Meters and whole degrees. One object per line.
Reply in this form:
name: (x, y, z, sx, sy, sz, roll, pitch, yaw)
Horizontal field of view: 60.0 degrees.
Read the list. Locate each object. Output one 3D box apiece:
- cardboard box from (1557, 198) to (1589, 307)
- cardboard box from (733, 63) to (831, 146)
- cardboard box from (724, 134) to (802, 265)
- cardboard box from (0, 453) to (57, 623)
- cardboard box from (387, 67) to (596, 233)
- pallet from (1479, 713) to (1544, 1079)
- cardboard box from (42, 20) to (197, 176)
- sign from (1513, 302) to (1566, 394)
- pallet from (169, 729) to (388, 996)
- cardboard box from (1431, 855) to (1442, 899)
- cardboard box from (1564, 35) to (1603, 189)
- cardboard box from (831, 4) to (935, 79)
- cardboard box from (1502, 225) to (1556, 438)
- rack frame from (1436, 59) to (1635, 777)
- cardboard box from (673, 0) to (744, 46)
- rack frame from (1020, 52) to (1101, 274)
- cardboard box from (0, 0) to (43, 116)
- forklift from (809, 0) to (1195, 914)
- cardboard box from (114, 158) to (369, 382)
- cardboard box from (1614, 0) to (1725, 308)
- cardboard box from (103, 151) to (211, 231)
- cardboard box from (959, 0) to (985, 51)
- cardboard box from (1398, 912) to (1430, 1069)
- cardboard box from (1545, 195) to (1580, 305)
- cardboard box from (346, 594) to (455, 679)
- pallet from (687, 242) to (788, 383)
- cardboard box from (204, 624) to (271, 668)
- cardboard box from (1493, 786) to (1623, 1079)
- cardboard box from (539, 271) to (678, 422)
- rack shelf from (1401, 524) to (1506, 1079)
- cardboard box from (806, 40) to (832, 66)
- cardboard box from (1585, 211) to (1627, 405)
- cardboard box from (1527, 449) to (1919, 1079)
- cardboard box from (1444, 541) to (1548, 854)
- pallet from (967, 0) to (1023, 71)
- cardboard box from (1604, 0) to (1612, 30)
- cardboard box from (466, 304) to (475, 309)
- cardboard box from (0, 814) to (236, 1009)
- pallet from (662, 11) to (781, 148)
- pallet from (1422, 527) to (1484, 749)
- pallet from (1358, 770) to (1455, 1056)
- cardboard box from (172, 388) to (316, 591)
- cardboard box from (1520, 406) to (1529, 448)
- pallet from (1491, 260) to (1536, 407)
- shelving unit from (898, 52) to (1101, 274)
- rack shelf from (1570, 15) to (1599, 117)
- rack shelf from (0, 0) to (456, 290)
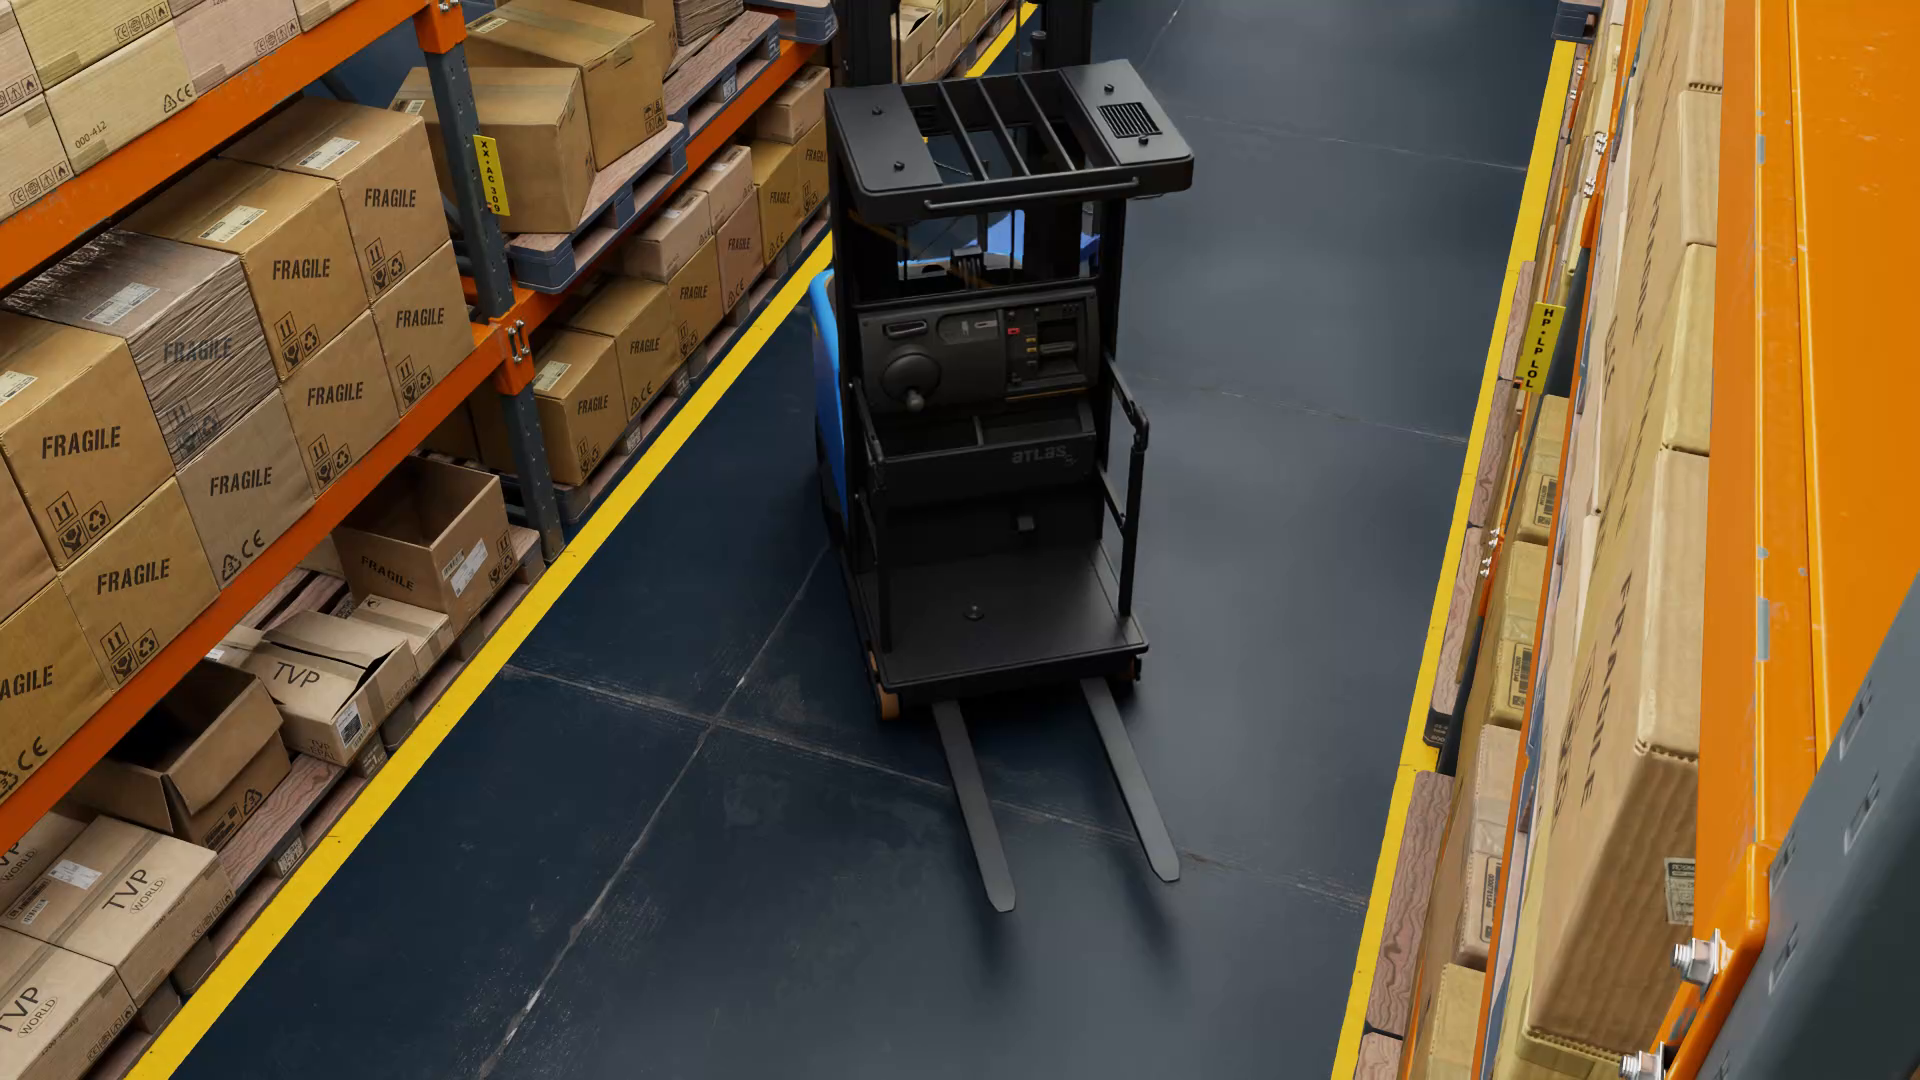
cardboard box: (2.270, -0.866, 5.509, 0.500, 0.250, 0.500, 14, 43, 16)
cardboard box: (-1.052, -2.461, 9.287, 0.500, 0.250, 0.500, 15, 43, 17)
cardboard box: (-1.214, -1.896, 9.202, 0.500, 0.500, 0.500, 12, 42, 14)
cardboard box: (-2.926, 0.007, 4.537, 0.500, 0.500, 0.500, 14, 42, 16)
cardboard box: (-1.933, -1.615, 6.885, 0.700, 0.500, 0.500, 0, 40, 0)
pallet: (1.227, 0.797, 2.216, 1.003, 0.211, 1.213, 13, 42, 15)
cardboard box: (-2.566, -1.297, 4.717, 0.500, 0.250, 0.500, 13, 42, 15)
sign: (1.838, -0.606, 5.271, 0.100, 0.325, 0.005, 13, 42, 15)
pallet: (-2.957, 1.048, 6.312, 1.003, 0.211, 1.213, 13, 42, 15)
cardboard box: (1.710, 1.065, 5.246, 0.380, 0.149, 0.250, 15, 43, 17)
cardboard box: (2.954, -1.820, 7.204, 0.500, 0.500, 0.500, 13, 42, 15)
cardboard box: (-0.483, -3.199, 10.505, 0.500, 0.311, 0.500, 15, 43, 17)
cardboard box: (3.038, -0.910, 7.792, 0.750, 0.750, 0.750, 13, 42, 15)
rack frame: (2.351, -0.081, 5.487, 1.000, 3.000, 0.127, 13, 42, 15)
cardboard box: (-1.539, -2.891, 8.380, 0.700, 0.500, 0.500, 21, 45, 23)
rack frame: (0.519, -1.740, 8.588, 0.500, 1.500, 0.032, 26, 47, 27)
cardboard box: (-2.736, -1.182, 4.197, 0.500, 0.250, 0.500, 13, 42, 15)
forklift: (0.129, -0.644, 6.200, 1.130, 2.935, 3.031, -8, 41, -10)
cardboard box: (-2.408, -0.917, 5.620, 0.500, 0.500, 0.500, 13, 42, 14)
cardboard box: (1.510, -0.658, 2.990, 0.500, 0.500, 0.500, 14, 42, 15)
cardboard box: (-2.907, -1.057, 5.784, 0.500, 0.500, 0.500, 12, 42, 14)
cardboard box: (-0.139, -3.611, 11.420, 0.500, 0.250, 0.500, 12, 42, 14)
cardboard box: (1.824, 1.449, 5.296, 0.700, 0.500, 0.500, 13, 42, 15)
cardboard box: (2.437, -0.890, 6.115, 0.500, 0.500, 0.500, 14, 42, 15)
cardboard box: (-2.306, 0.392, 6.791, 0.380, 0.149, 0.250, 13, 42, 15)
pallet: (-1.647, -1.368, 9.145, 1.003, 0.211, 1.213, 13, 42, 15)
cardboard box: (-2.939, 0.470, 6.685, 0.380, 0.166, 0.250, 13, 42, 15)
cardboard box: (0.984, 0.572, 2.127, 0.500, 0.250, 0.500, 15, 43, 16)
cardboard box: (-1.739, -0.963, 8.108, 0.500, 0.500, 0.500, 14, 42, 16)
rack shelf: (1.667, 1.413, 4.291, 1.077, 0.370, 4.000, 13, 42, 15)
cardboard box: (-0.990, -3.319, 10.645, 0.500, 0.311, 0.500, 14, 43, 16)
cardboard box: (1.511, -0.377, 3.239, 0.500, 0.250, 0.500, 12, 42, 14)
cardboard box: (0.977, 0.285, 1.885, 0.500, 0.500, 0.500, 13, 42, 15)
cardboard box: (1.895, 0.576, 4.486, 0.980, 0.700, 0.700, 12, 42, 14)
pallet: (-0.201, -3.792, 11.985, 1.003, 0.211, 1.213, 13, 42, 15)
cardboard box: (3.138, -2.417, 7.326, 0.500, 0.250, 0.500, 13, 42, 14)
cardboard box: (-2.229, -1.059, 8.220, 0.500, 0.500, 0.500, 13, 42, 15)
cardboard box: (-2.879, 1.262, 5.693, 0.500, 0.250, 0.500, 13, 42, 15)
pallet: (-1.598, -2.357, 8.304, 1.003, 0.211, 1.213, 13, 42, 15)
pallet: (2.544, 0.493, 6.963, 1.003, 0.211, 1.213, 13, 42, 15)
pallet: (2.017, 1.427, 5.869, 1.003, 0.211, 1.213, 13, 42, 15)
cardboard box: (-2.584, -0.226, 5.580, 0.500, 0.500, 0.500, 14, 42, 16)
cardboard box: (2.265, -0.421, 6.064, 0.380, 0.149, 0.250, 14, 42, 16)
pallet: (3.378, -0.995, 8.708, 1.003, 0.211, 1.213, 13, 42, 15)
shelving unit: (0.217, -1.475, 8.277, 0.538, 1.500, 1.048, 26, 47, 27)
rack shelf: (4.403, -3.467, 10.010, 1.077, 0.370, 4.000, 13, 42, 15)
rack shelf: (-2.989, -0.825, 4.603, 1.077, 0.370, 4.000, 13, 42, 15)
